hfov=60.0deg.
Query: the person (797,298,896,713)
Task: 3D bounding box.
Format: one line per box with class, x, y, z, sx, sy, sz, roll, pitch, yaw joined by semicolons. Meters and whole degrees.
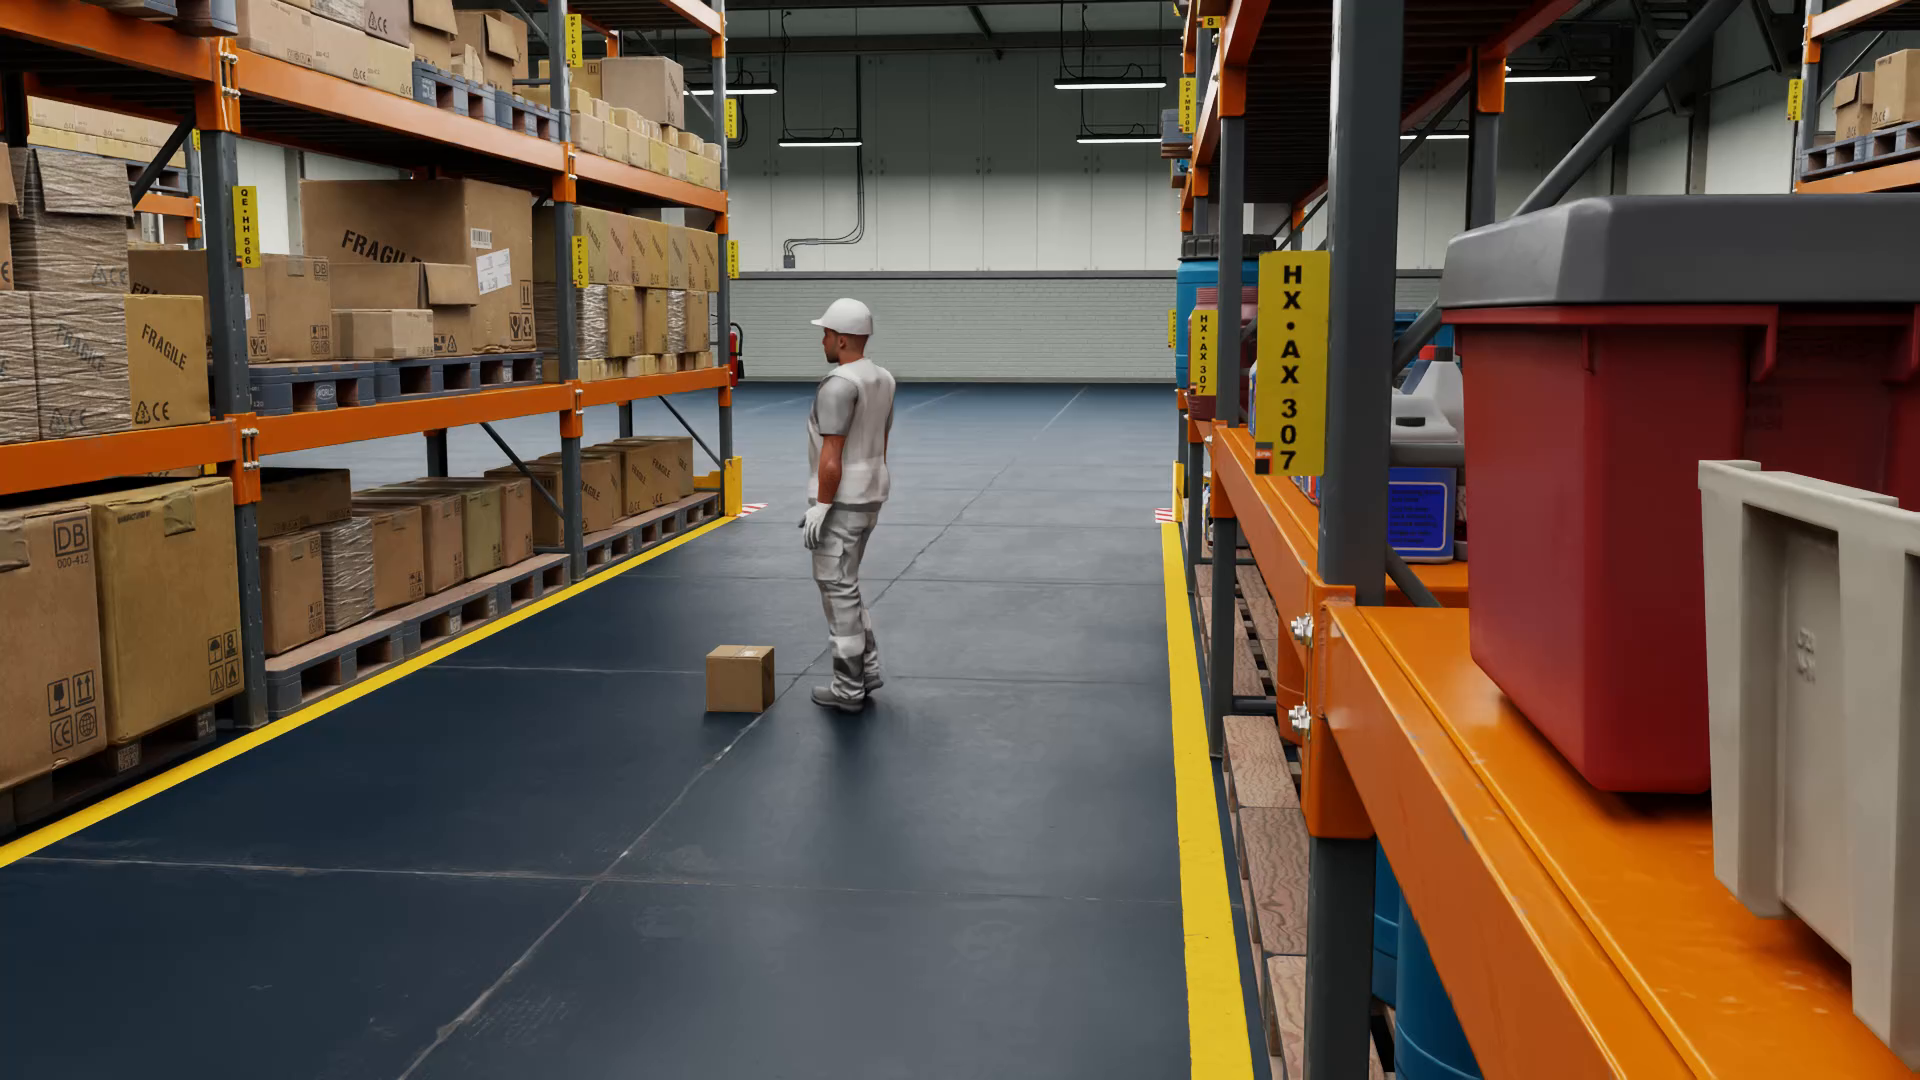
person;-0.515;-0.135;7.255;0.391;1.821;0.553;3;8;24
